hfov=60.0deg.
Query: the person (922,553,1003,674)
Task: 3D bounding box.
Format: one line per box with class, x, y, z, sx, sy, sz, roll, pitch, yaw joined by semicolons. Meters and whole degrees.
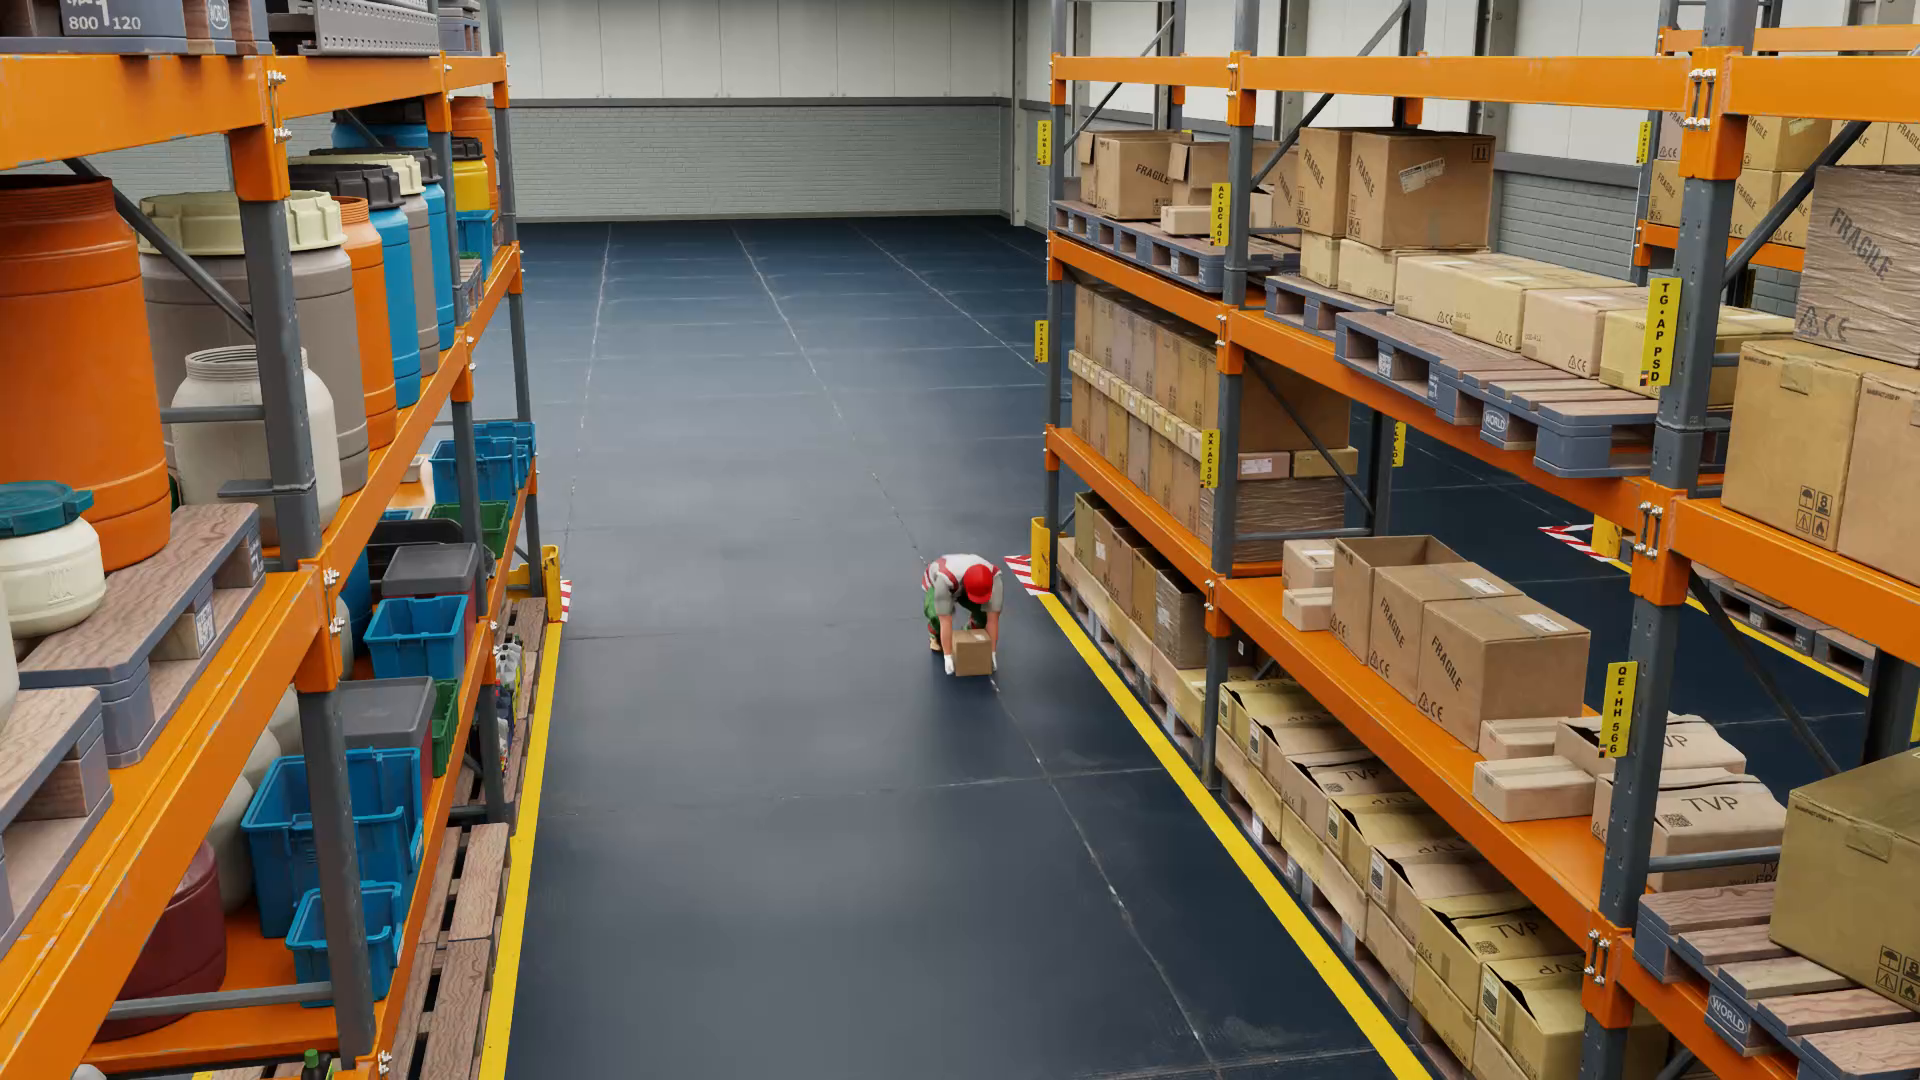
person;0.015;0.484;11.798;0.538;0.862;0.931;-3;17;-11
